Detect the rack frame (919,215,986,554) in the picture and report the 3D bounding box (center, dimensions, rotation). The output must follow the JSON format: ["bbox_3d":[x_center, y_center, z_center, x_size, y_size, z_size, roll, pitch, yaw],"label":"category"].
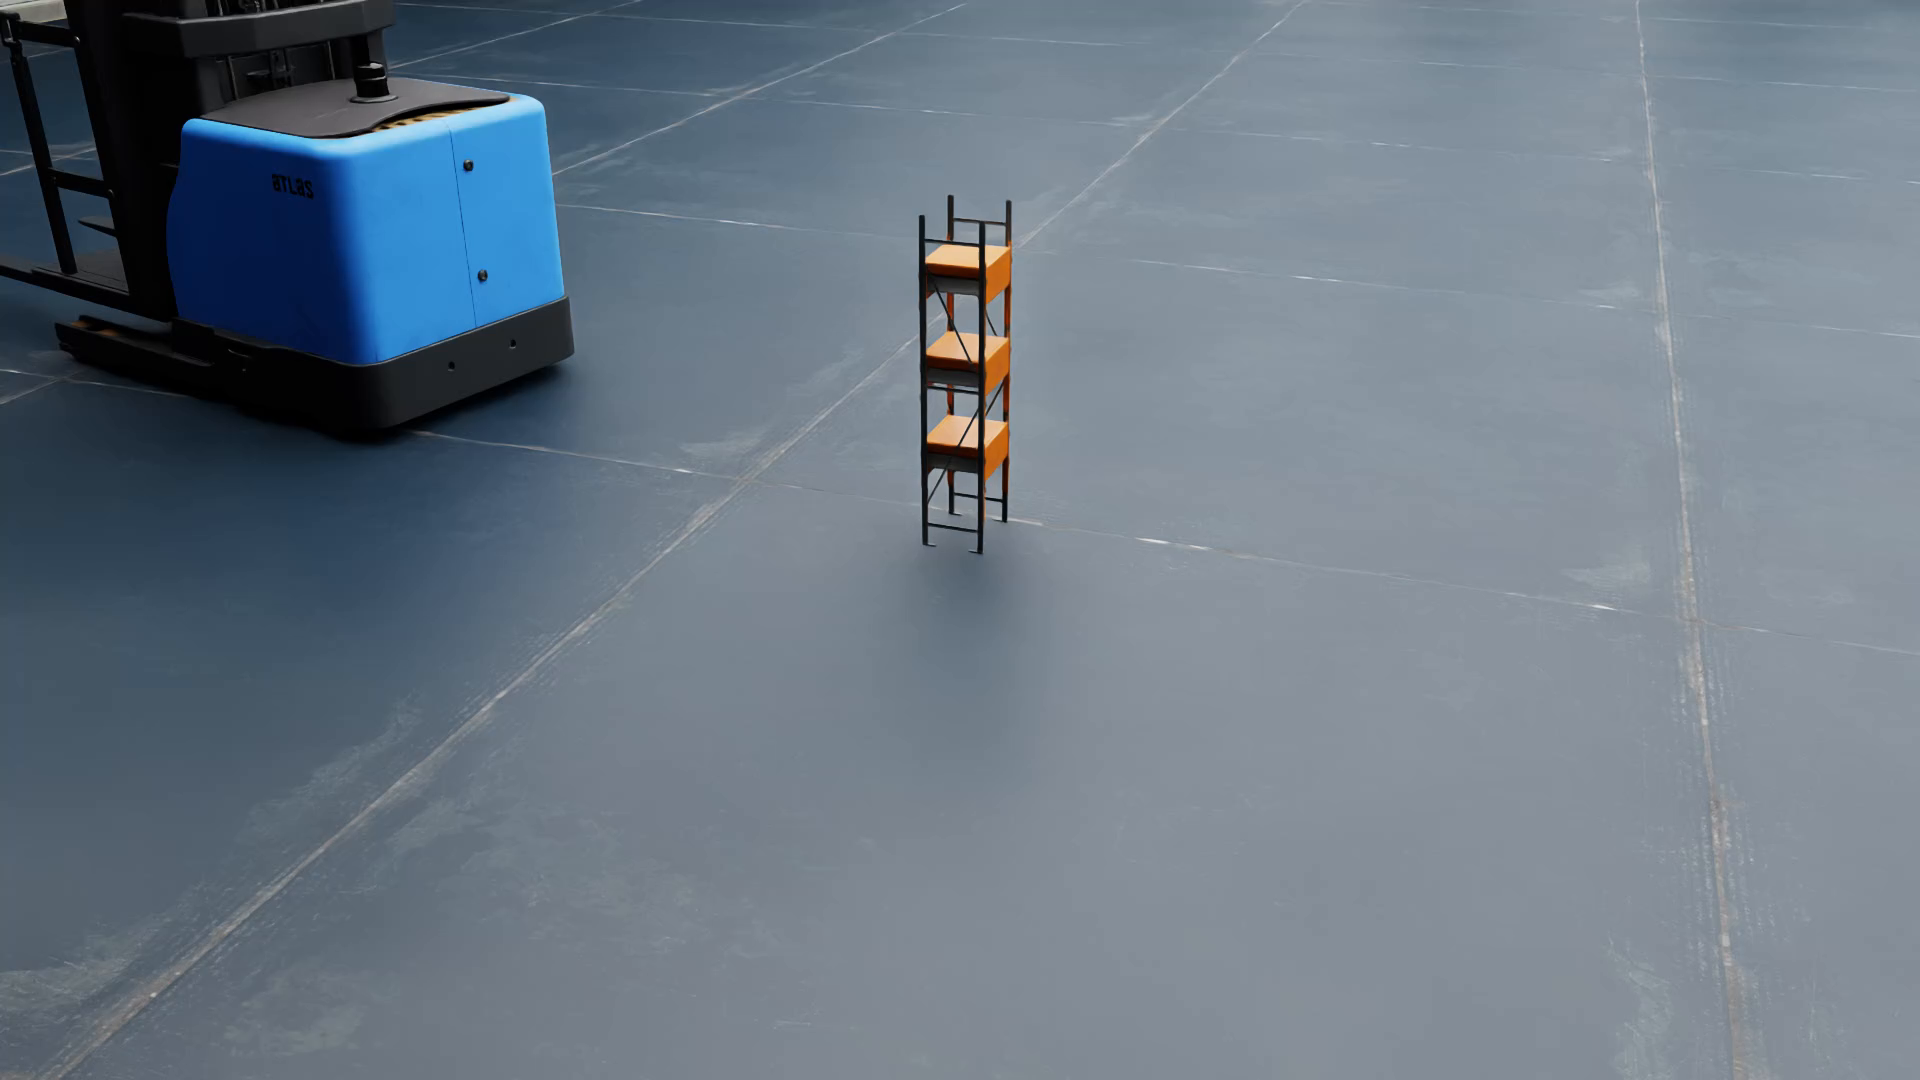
[{"bbox_3d":[-0.023,-0.444,4.963,0.200,1.050,0.008,9,27,17],"label":"rack frame"}]

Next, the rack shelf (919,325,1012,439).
[{"bbox_3d":[0.018,-0.485,5.071,0.215,0.259,0.240,9,27,17],"label":"rack shelf"}]

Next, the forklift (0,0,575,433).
[{"bbox_3d":[-3.052,-2.176,6.381,3.031,2.935,1.130,16,30,29],"label":"forklift"}]

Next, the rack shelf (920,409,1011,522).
[{"bbox_3d":[0.018,-0.235,5.192,0.215,0.259,0.240,9,27,17],"label":"rack shelf"}]

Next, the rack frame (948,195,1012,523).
[{"bbox_3d":[0.058,-0.545,5.170,0.200,1.050,0.008,9,27,17],"label":"rack frame"}]

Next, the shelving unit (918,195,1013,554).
[{"bbox_3d":[0.018,-0.495,5.067,0.215,1.050,0.252,9,27,17],"label":"shelving unit"}]

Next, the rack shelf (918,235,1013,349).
[{"bbox_3d":[0.018,-0.740,4.948,0.215,0.259,0.240,9,27,17],"label":"rack shelf"}]
